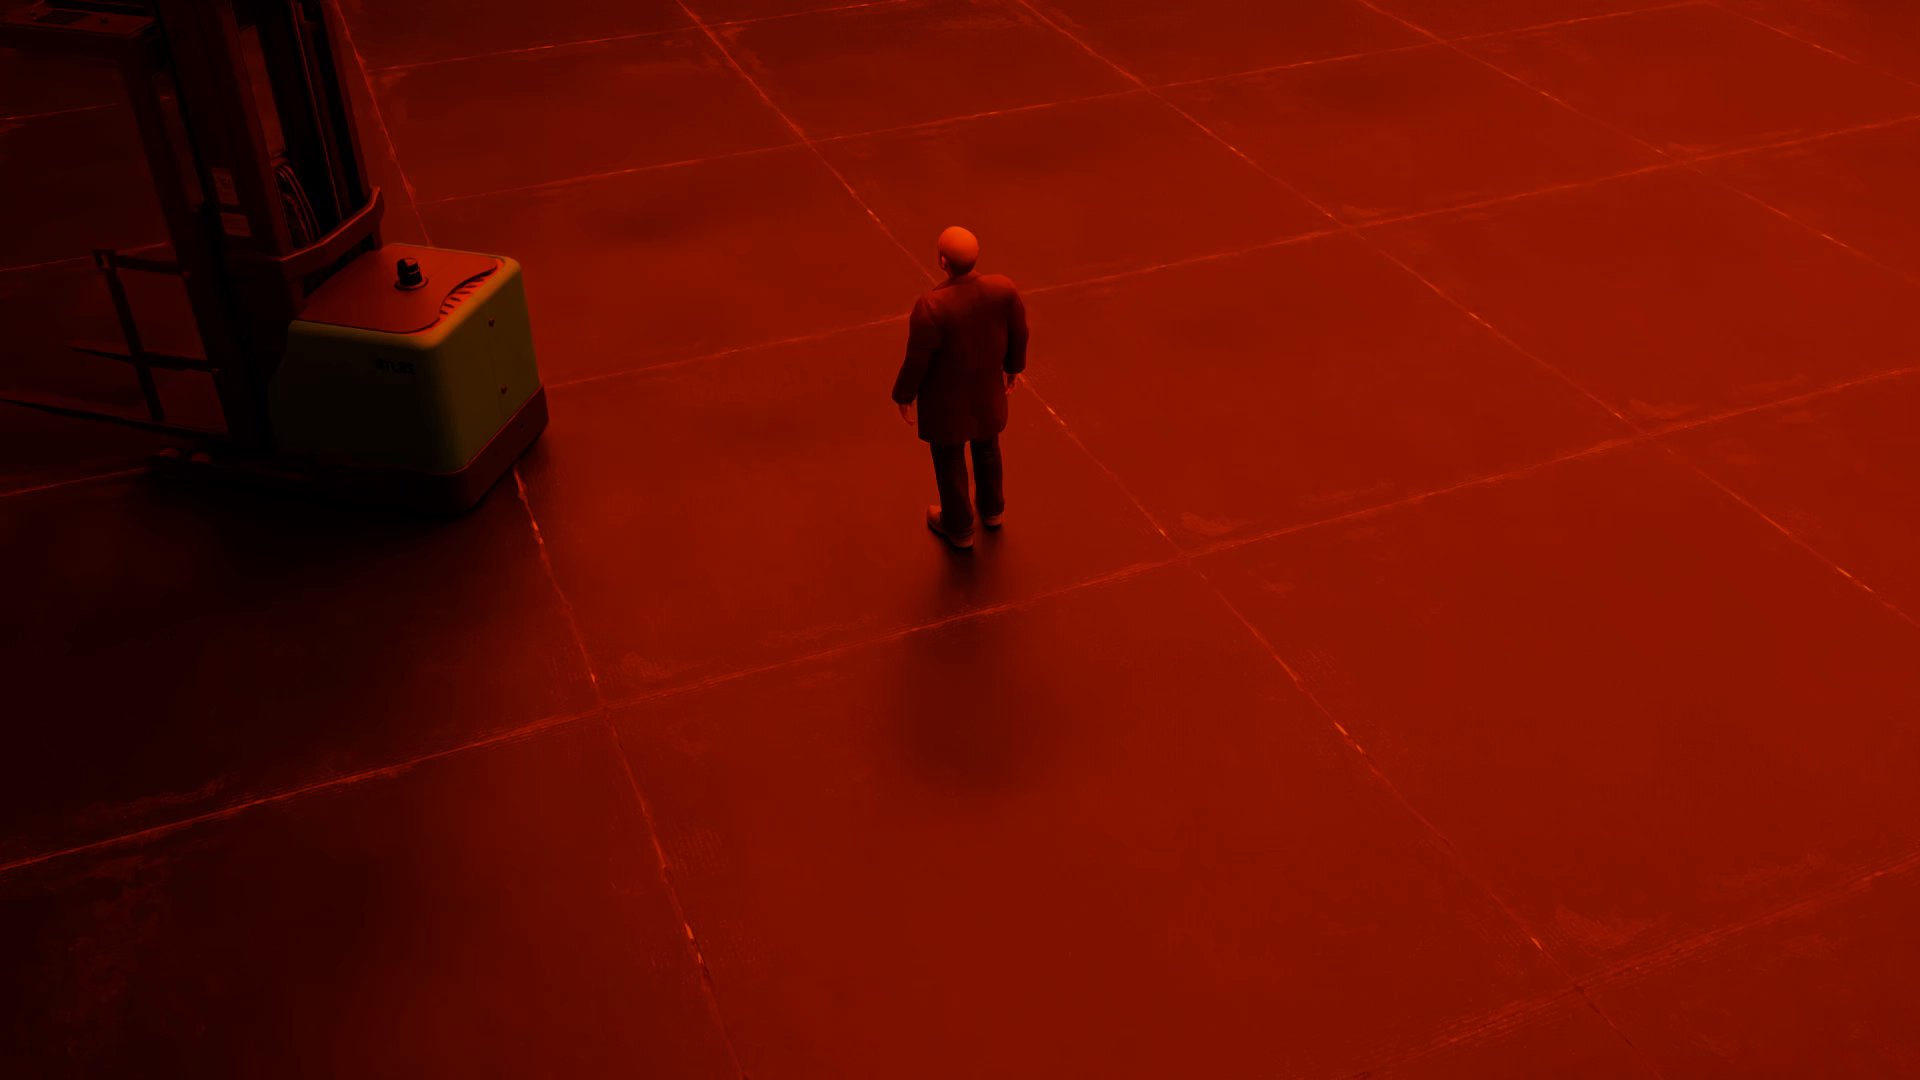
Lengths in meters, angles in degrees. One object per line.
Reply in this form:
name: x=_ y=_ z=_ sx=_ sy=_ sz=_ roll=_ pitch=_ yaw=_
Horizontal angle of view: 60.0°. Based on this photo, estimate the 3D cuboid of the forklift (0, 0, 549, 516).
forklift: x=-3.911 y=-1.786 z=8.610 sx=3.031 sy=2.935 sz=1.130 roll=9 pitch=36 yaw=12

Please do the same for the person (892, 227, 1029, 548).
person: x=-0.031 y=-0.780 z=8.178 sx=0.696 sy=1.775 sz=0.582 roll=-14 pitch=38 yaw=-19
